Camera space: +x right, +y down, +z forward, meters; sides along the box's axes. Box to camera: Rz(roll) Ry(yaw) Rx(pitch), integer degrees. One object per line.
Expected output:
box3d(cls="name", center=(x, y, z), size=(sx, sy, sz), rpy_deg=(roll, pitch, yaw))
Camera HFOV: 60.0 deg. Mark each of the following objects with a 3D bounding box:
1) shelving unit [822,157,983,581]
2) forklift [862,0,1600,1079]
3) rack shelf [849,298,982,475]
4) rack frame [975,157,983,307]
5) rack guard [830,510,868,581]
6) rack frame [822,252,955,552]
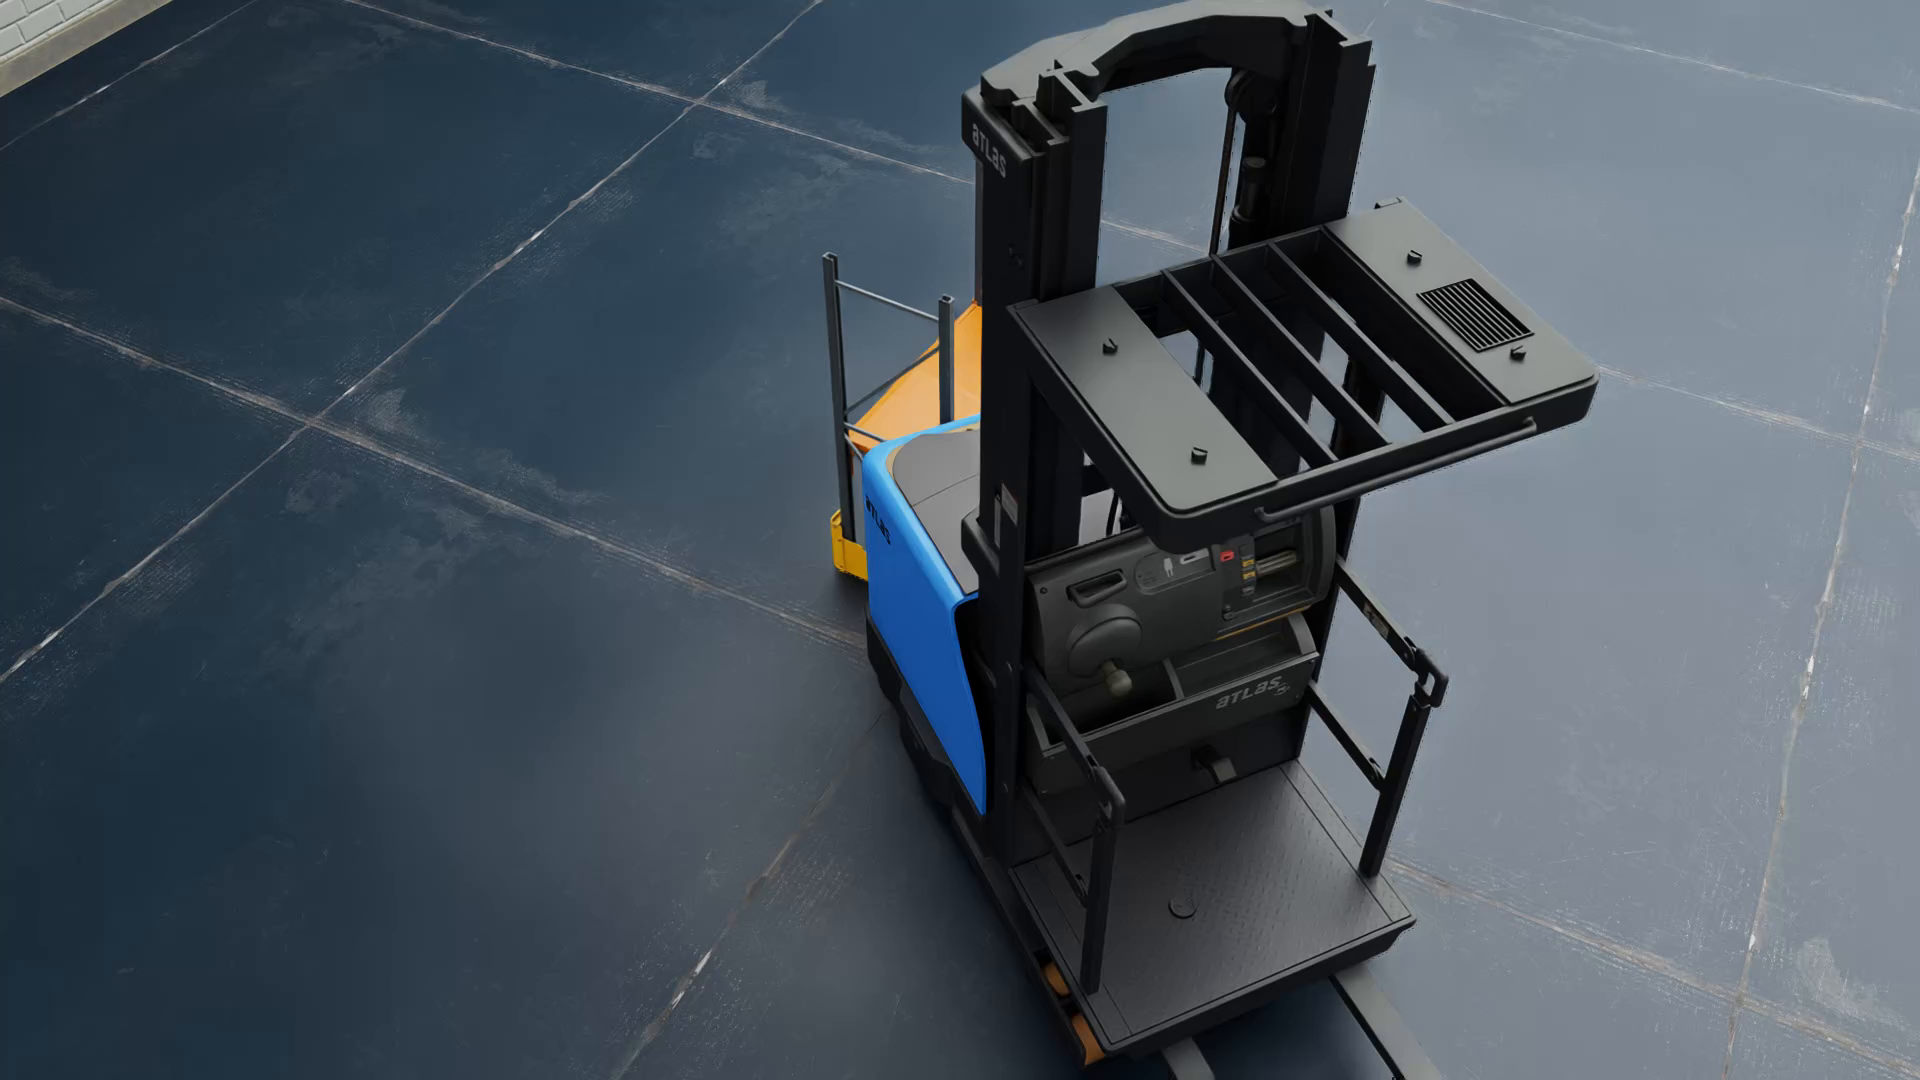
box3d(cls="shelving unit", center=(-3.534, 4.098, 1.435), size=(1.500, 1.800, 16.433), rpy_deg=(23, 50, 21))
box3d(cls="forklift", center=(0.723, 0.231, 4.461), size=(1.130, 2.935, 3.031), rpy_deg=(-18, 48, -17))
box3d(cls="rack shelf", center=(0.021, -0.527, 6.469), size=(0.538, 0.185, 1.000), rpy_deg=(23, 50, 21))
box3d(cls="rack frame", center=(-3.518, 4.108, 1.425), size=(1.457, 1.800, 16.425), rpy_deg=(23, 50, 21))
box3d(cls="rack guard", center=(-0.240, 0.096, 6.480), size=(0.587, 0.250, 0.087), rpy_deg=(23, 50, 21))
box3d(cls="rack frame", center=(-0.240, -0.343, 6.034), size=(0.500, 1.500, 0.032), rpy_deg=(23, 50, 21))
